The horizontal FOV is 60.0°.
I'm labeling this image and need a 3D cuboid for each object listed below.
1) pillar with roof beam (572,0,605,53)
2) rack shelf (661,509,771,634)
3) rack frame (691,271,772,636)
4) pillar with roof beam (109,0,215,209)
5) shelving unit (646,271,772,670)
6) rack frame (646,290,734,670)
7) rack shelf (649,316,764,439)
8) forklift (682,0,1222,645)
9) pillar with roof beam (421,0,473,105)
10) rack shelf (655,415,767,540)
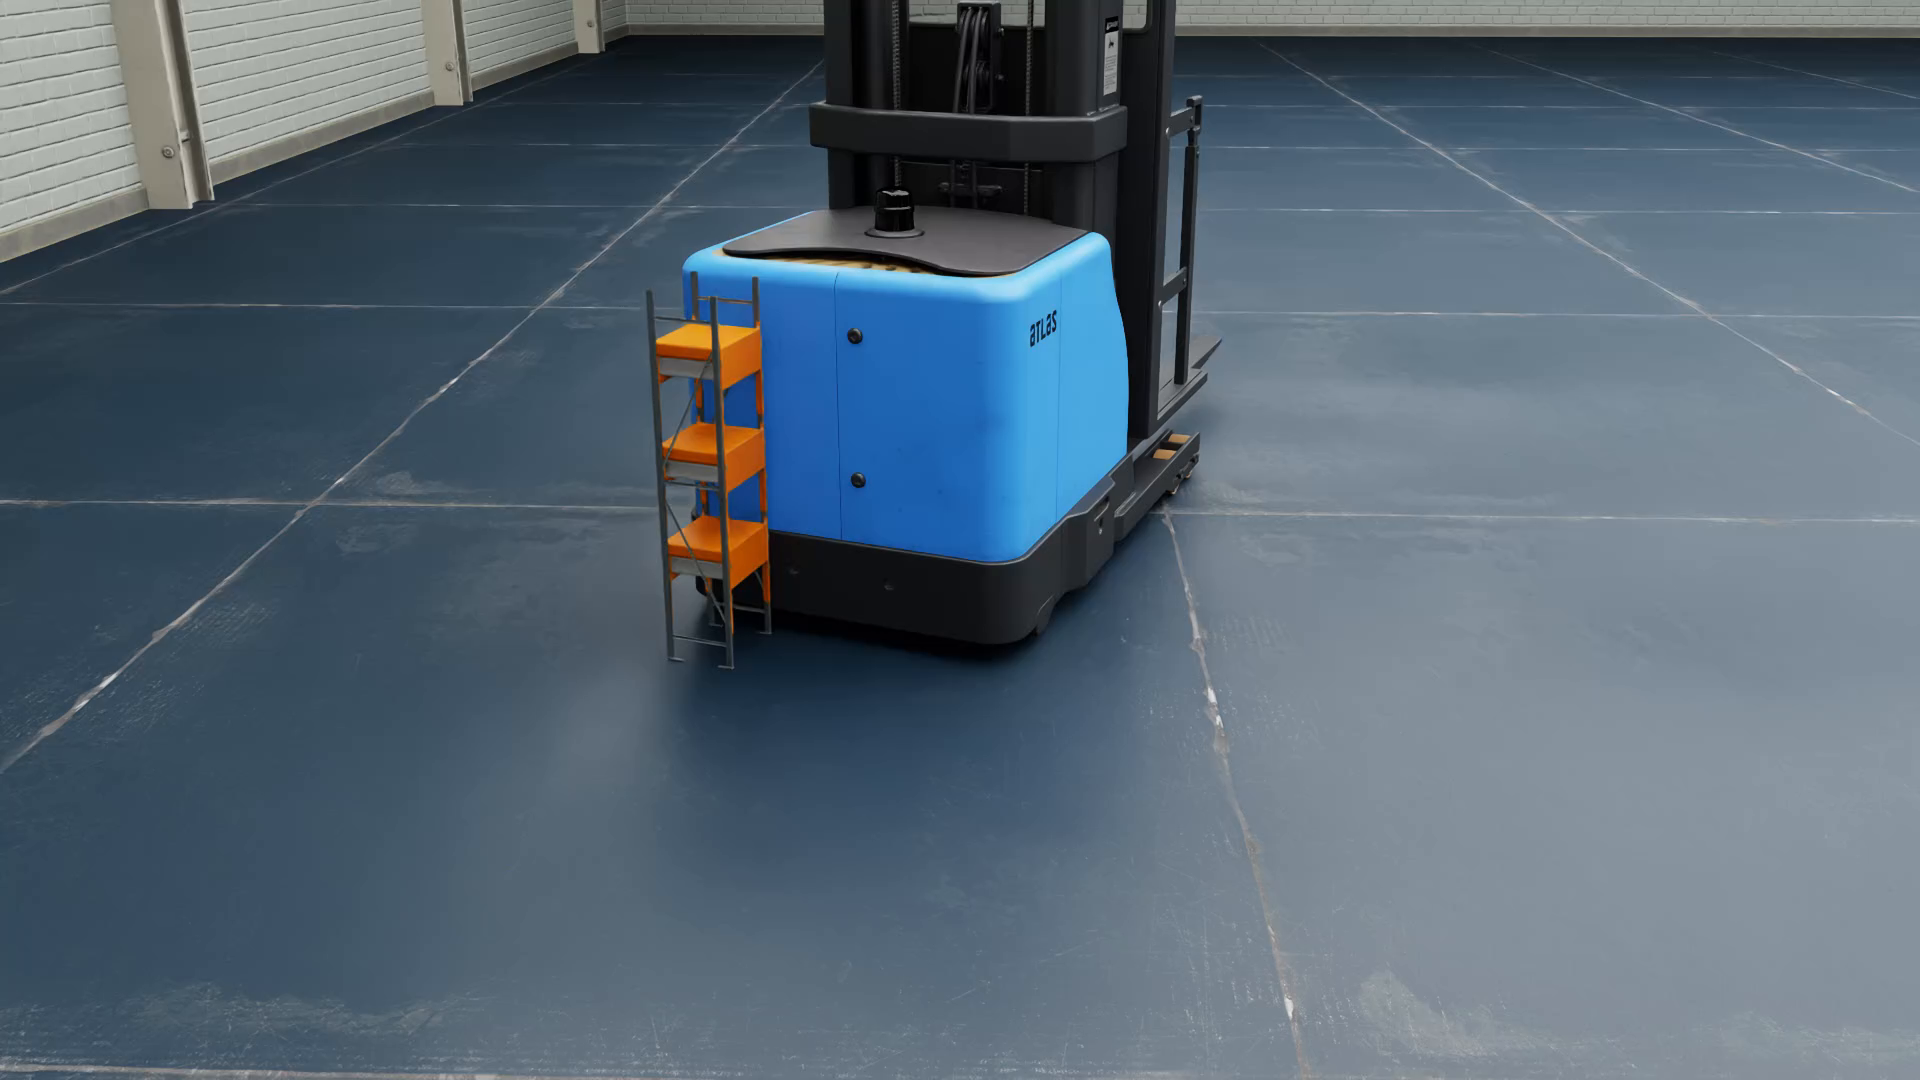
[{"bbox_3d":[-0.742,-10.819,20.972,9.100,9.000,0.400,1,21,2],"label":"pillar with roof beam"},{"bbox_3d":[-0.679,0.085,4.654,0.215,0.259,0.240,8,22,18],"label":"rack shelf"},{"bbox_3d":[-0.637,-0.226,4.656,0.200,1.050,0.008,8,22,18],"label":"rack frame"},{"bbox_3d":[-1.107,-6.480,9.790,9.100,9.000,0.400,1,21,2],"label":"pillar with roof beam"},{"bbox_3d":[-0.677,-0.184,4.548,0.215,1.050,0.252,8,22,18],"label":"shelving unit"},{"bbox_3d":[-0.717,-0.142,4.441,0.200,1.050,0.008,8,22,18],"label":"rack frame"},{"bbox_3d":[-0.675,-0.438,4.449,0.215,0.259,0.240,8,22,18],"label":"rack shelf"},{"bbox_3d":[0.239,-1.577,5.541,1.130,2.935,3.031,8,23,21],"label":"forklift"},{"bbox_3d":[-0.924,-8.649,15.381,9.100,9.000,0.400,1,21,2],"label":"pillar with roof beam"},{"bbox_3d":[-0.677,-0.174,4.552,0.215,0.259,0.240,8,22,18],"label":"rack shelf"}]
